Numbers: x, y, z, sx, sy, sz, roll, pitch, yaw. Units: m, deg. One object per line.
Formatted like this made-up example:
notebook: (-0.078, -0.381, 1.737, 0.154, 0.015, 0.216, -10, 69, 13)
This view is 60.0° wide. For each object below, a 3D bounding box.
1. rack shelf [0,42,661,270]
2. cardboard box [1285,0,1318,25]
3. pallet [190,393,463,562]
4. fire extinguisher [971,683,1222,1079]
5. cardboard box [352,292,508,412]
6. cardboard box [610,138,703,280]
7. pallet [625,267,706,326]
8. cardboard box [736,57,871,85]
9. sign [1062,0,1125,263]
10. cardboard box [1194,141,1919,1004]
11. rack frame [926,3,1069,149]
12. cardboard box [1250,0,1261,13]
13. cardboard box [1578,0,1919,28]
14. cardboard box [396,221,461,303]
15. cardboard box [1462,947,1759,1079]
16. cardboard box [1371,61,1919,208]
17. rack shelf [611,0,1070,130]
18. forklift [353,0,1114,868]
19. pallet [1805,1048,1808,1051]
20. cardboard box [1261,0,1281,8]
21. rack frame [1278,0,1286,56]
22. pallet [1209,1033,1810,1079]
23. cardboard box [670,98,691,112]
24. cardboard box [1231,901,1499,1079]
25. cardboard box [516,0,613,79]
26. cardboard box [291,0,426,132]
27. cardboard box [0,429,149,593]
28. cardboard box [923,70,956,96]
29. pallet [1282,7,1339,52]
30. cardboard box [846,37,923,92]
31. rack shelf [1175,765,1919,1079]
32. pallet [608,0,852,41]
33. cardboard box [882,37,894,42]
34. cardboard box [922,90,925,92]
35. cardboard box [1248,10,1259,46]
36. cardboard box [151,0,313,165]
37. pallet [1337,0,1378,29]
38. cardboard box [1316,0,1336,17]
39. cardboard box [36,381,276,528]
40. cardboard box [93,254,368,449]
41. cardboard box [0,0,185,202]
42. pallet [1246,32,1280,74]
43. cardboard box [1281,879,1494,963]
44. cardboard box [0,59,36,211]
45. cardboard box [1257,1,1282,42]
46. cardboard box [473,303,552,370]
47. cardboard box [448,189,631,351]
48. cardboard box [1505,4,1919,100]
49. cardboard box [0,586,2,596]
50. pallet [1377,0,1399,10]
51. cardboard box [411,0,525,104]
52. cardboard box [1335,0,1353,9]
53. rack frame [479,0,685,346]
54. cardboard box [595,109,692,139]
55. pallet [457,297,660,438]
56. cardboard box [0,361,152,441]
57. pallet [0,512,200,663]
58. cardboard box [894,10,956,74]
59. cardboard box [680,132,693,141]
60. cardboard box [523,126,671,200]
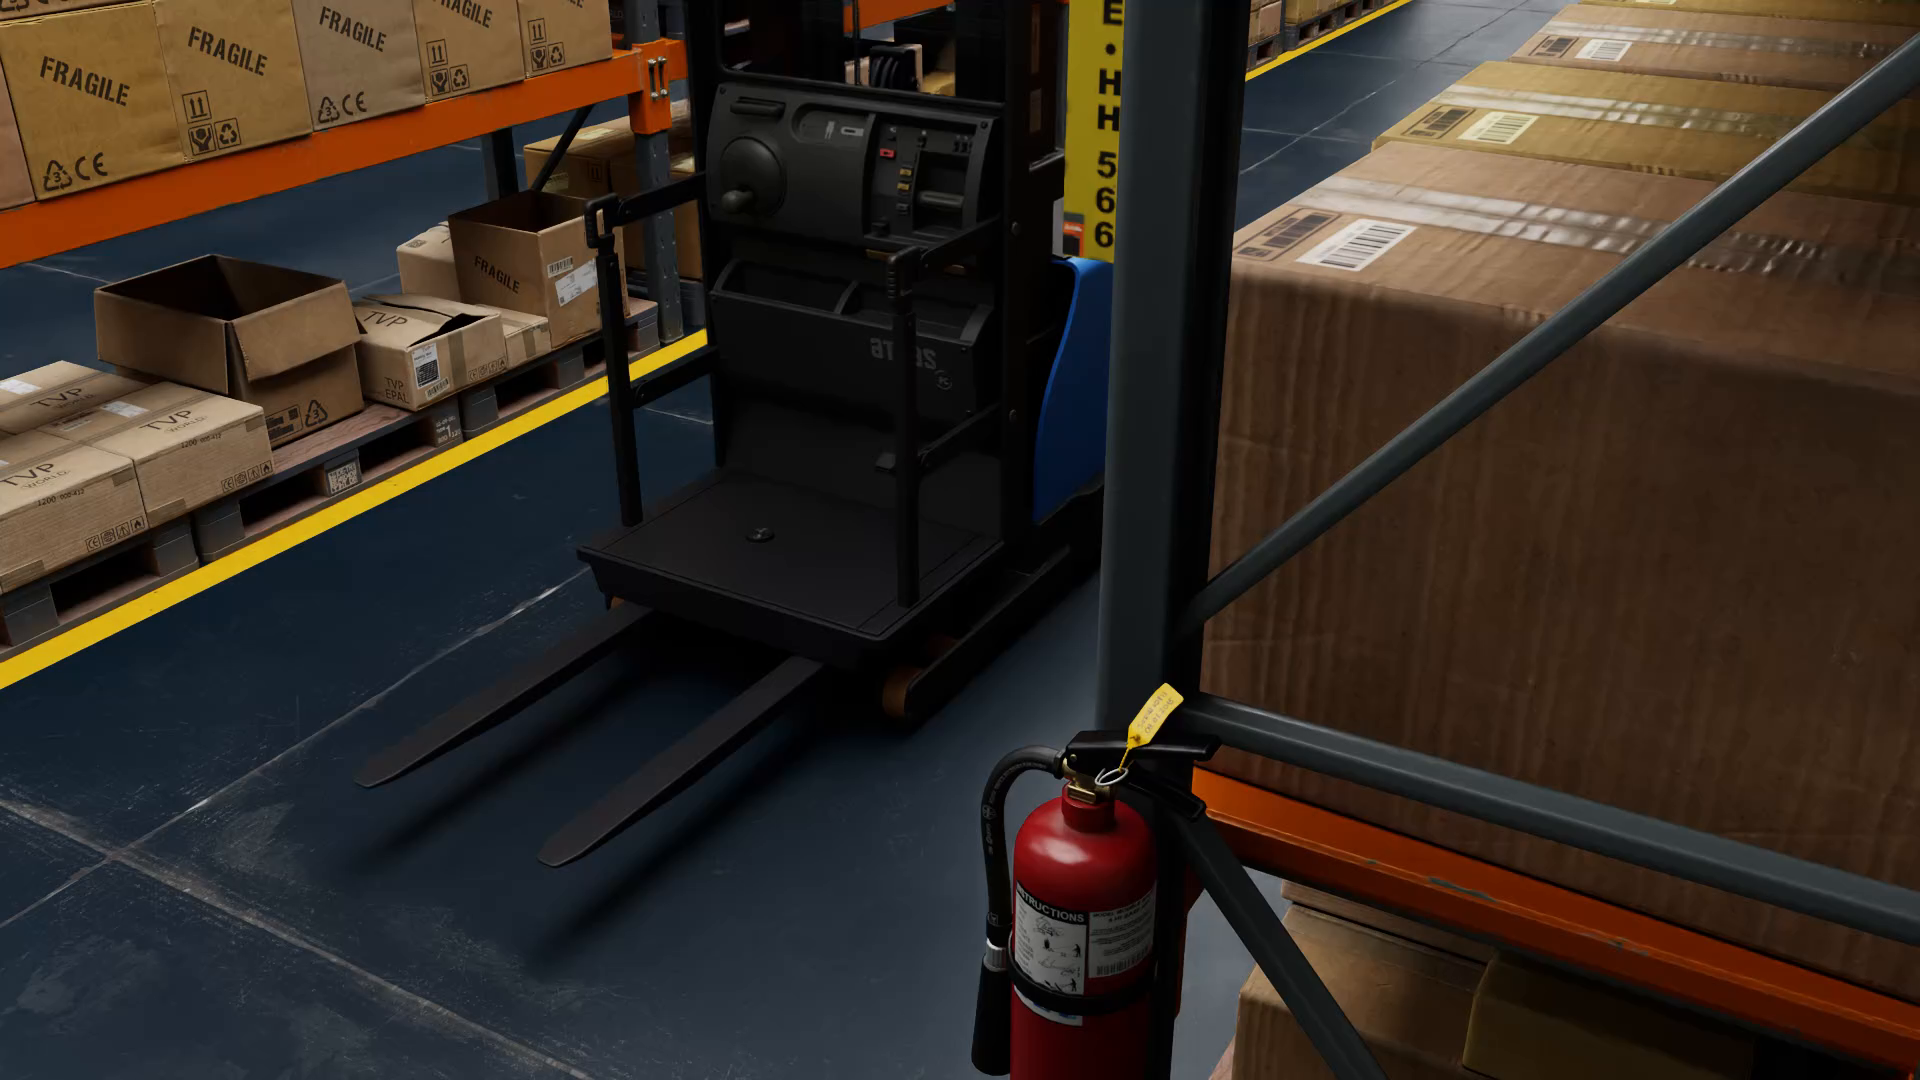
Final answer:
rack shelf: (-2.708, -1.248, 5.696, 1.077, 0.370, 4.000, 14, 30, 26)
cardboard box: (2.704, -4.539, 14.069, 0.500, 0.250, 0.500, 14, 30, 26)
pallet: (-2.662, -0.357, 6.228, 1.003, 0.211, 1.213, 14, 30, 26)
fire extinguisher: (0.147, 0.458, 1.988, 0.296, 0.674, 0.183, 14, 30, 26)
cardboard box: (-2.126, -0.767, 6.443, 0.500, 0.311, 0.500, 14, 30, 26)
cardboard box: (-1.274, -1.563, 7.822, 0.500, 0.500, 0.500, 13, 29, 24)
pallet: (-1.357, -1.427, 8.366, 1.003, 0.211, 1.213, 14, 30, 26)
cardboard box: (-0.782, -2.288, 8.433, 0.500, 0.250, 0.500, 14, 30, 26)
sign: (0.157, -0.449, 1.739, 0.100, 0.325, 0.005, 14, 30, 26)
cardboard box: (0.865, -0.036, 2.136, 0.980, 0.700, 0.700, 16, 31, 28)
rack frame: (0.244, -3.908, 10.206, 1.000, 3.000, 0.127, 14, 30, 26)
cardboard box: (2.011, -4.251, 12.867, 0.500, 0.311, 0.500, 15, 30, 28)
cardboard box: (1.946, -0.903, 3.867, 0.980, 0.700, 0.700, 13, 30, 25)
cardboard box: (-2.119, -1.228, 7.363, 0.500, 0.311, 0.500, 14, 30, 26)
cardboard box: (0.993, 0.737, 2.525, 0.380, 0.149, 0.250, 14, 30, 26)
cardboard box: (1.213, -0.322, 2.707, 0.980, 0.700, 0.700, 14, 30, 26)
rack shelf: (-0.740, -2.807, 8.810, 1.077, 0.370, 4.000, 14, 30, 26)
forklift: (-0.433, -1.028, 4.530, 1.130, 2.935, 3.031, 15, 30, 27)
pallet: (1.549, 0.744, 4.029, 1.003, 0.211, 1.213, 14, 30, 26)
cardboard box: (2.262, -4.455, 13.275, 0.500, 0.311, 0.500, 14, 30, 26)
rack frame: (2.212, -5.467, 13.320, 1.000, 3.000, 0.127, 14, 30, 26)
pallet: (0.948, 1.217, 3.082, 1.003, 0.211, 1.213, 14, 30, 26)
cardboard box: (-1.233, -2.070, 8.834, 0.500, 0.500, 0.500, 15, 30, 27)
cardboard box: (0.880, 0.934, 2.856, 0.700, 0.500, 0.500, 14, 30, 26)
cardboard box: (-1.746, -2.142, 6.567, 0.500, 0.500, 0.500, 15, 30, 27)
cardboard box: (-2.250, -1.741, 5.764, 0.500, 0.500, 0.500, 15, 30, 27)
cardboard box: (-2.931, -0.102, 5.182, 0.500, 0.250, 0.500, 14, 30, 26)
cardboard box: (-0.267, -2.369, 9.433, 0.500, 0.500, 0.500, 13, 29, 24)
pallet: (2.639, -4.521, 14.545, 1.003, 0.211, 1.213, 14, 30, 26)
cardboard box: (-0.536, -2.484, 8.824, 0.500, 0.250, 0.500, 14, 30, 25)
rack shelf: (1.607, -0.159, 3.519, 1.077, 0.370, 4.000, 14, 30, 26)
pallet: (-1.236, -2.551, 7.709, 1.003, 0.211, 1.213, 14, 30, 26)
cardboard box: (-0.229, -2.872, 10.438, 0.500, 0.500, 0.500, 16, 31, 28)
cardboard box: (-0.520, -2.163, 9.021, 0.500, 0.500, 0.500, 13, 29, 24)
cardboard box: (2.010, -4.003, 12.998, 0.500, 0.250, 0.500, 14, 30, 25)
cardboard box: (-2.498, -1.541, 5.367, 0.500, 0.500, 0.500, 15, 30, 27)
pallet: (3.238, -4.998, 15.498, 1.003, 0.211, 1.213, 14, 30, 26)
cardboard box: (2.954, -4.733, 14.456, 0.500, 0.250, 0.500, 14, 30, 26)
cardboard box: (-2.685, -0.297, 5.572, 0.500, 0.250, 0.500, 14, 30, 26)
cardboard box: (-2.644, -0.696, 6.087, 0.797, 0.503, 0.637, 14, 30, 26)
cardboard box: (-2.745, -1.347, 4.978, 0.500, 0.500, 0.500, 14, 30, 26)
pallet: (1.883, -3.924, 13.353, 1.003, 0.211, 1.213, 14, 30, 26)
cardboard box: (0.785, 0.554, 2.891, 0.380, 0.149, 0.250, 14, 30, 26)
cardboard box: (-2.995, -1.152, 4.589, 0.500, 0.500, 0.500, 14, 30, 26)
cardboard box: (2.260, -4.200, 13.391, 0.500, 0.250, 0.500, 14, 30, 26)
cardboard box: (-1.889, -0.827, 6.745, 0.380, 0.149, 0.250, 14, 30, 26)
cardboard box: (-1.757, -1.144, 6.984, 0.500, 0.500, 0.500, 14, 30, 26)
cardboard box: (1.596, -0.617, 3.297, 0.980, 0.700, 0.700, 13, 29, 24)
cardboard box: (-3.064, 0.095, 4.883, 0.380, 0.166, 0.250, 14, 30, 26)
pallet: (3.840, -5.472, 16.444, 1.003, 0.211, 1.213, 14, 30, 26)
cardboard box: (-1.999, -1.941, 6.165, 0.500, 0.500, 0.500, 15, 30, 28)
cardboard box: (3.205, -4.927, 14.843, 0.500, 0.250, 0.500, 14, 30, 26)
rack frame: (-1.724, -2.349, 7.092, 1.000, 3.000, 0.127, 14, 30, 26)
cardboard box: (-1.480, -1.874, 8.444, 0.500, 0.500, 0.500, 14, 30, 26)
pallet: (-2.063, -0.835, 7.182, 1.003, 0.211, 1.213, 14, 30, 26)
cardboard box: (-3.145, -0.387, 5.753, 0.500, 0.250, 0.500, 14, 30, 26)
pallet: (-3.263, 0.116, 5.282, 1.003, 0.211, 1.213, 14, 30, 26)
cardboard box: (-0.036, -2.883, 9.622, 0.500, 0.250, 0.500, 15, 30, 28)
cardboard box: (-1.021, -1.773, 8.242, 0.500, 0.500, 0.500, 15, 30, 27)
cardboard box: (-1.731, -1.683, 8.063, 0.500, 0.500, 0.500, 14, 30, 26)
